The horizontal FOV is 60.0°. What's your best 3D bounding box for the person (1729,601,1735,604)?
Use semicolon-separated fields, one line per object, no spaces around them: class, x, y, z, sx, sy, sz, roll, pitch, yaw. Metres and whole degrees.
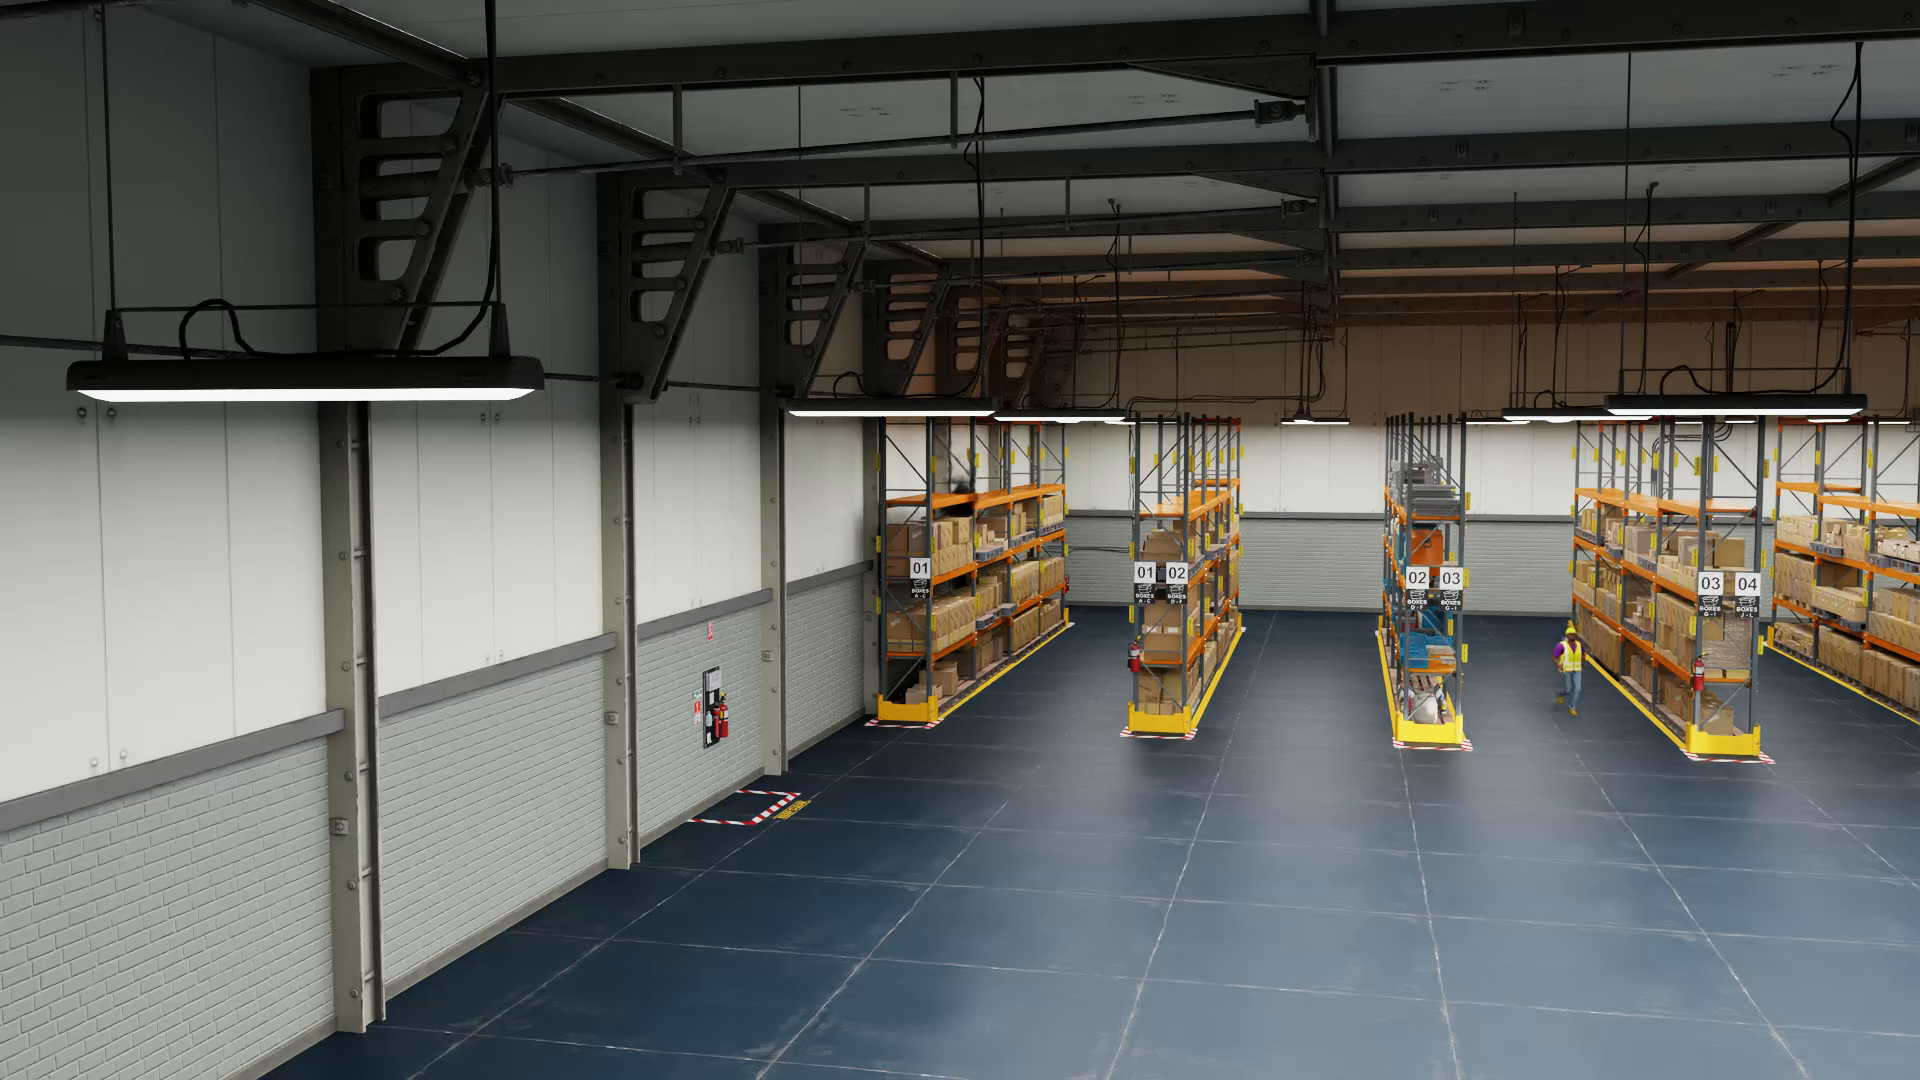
person;19.462;2.006;41.309;0.635;1.796;0.855;1;4;19

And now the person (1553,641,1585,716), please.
person;12.203;2.740;33.267;0.677;1.483;0.758;0;4;-2

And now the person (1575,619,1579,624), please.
person;17.371;1.810;45.942;0.710;1.434;0.660;2;5;32
